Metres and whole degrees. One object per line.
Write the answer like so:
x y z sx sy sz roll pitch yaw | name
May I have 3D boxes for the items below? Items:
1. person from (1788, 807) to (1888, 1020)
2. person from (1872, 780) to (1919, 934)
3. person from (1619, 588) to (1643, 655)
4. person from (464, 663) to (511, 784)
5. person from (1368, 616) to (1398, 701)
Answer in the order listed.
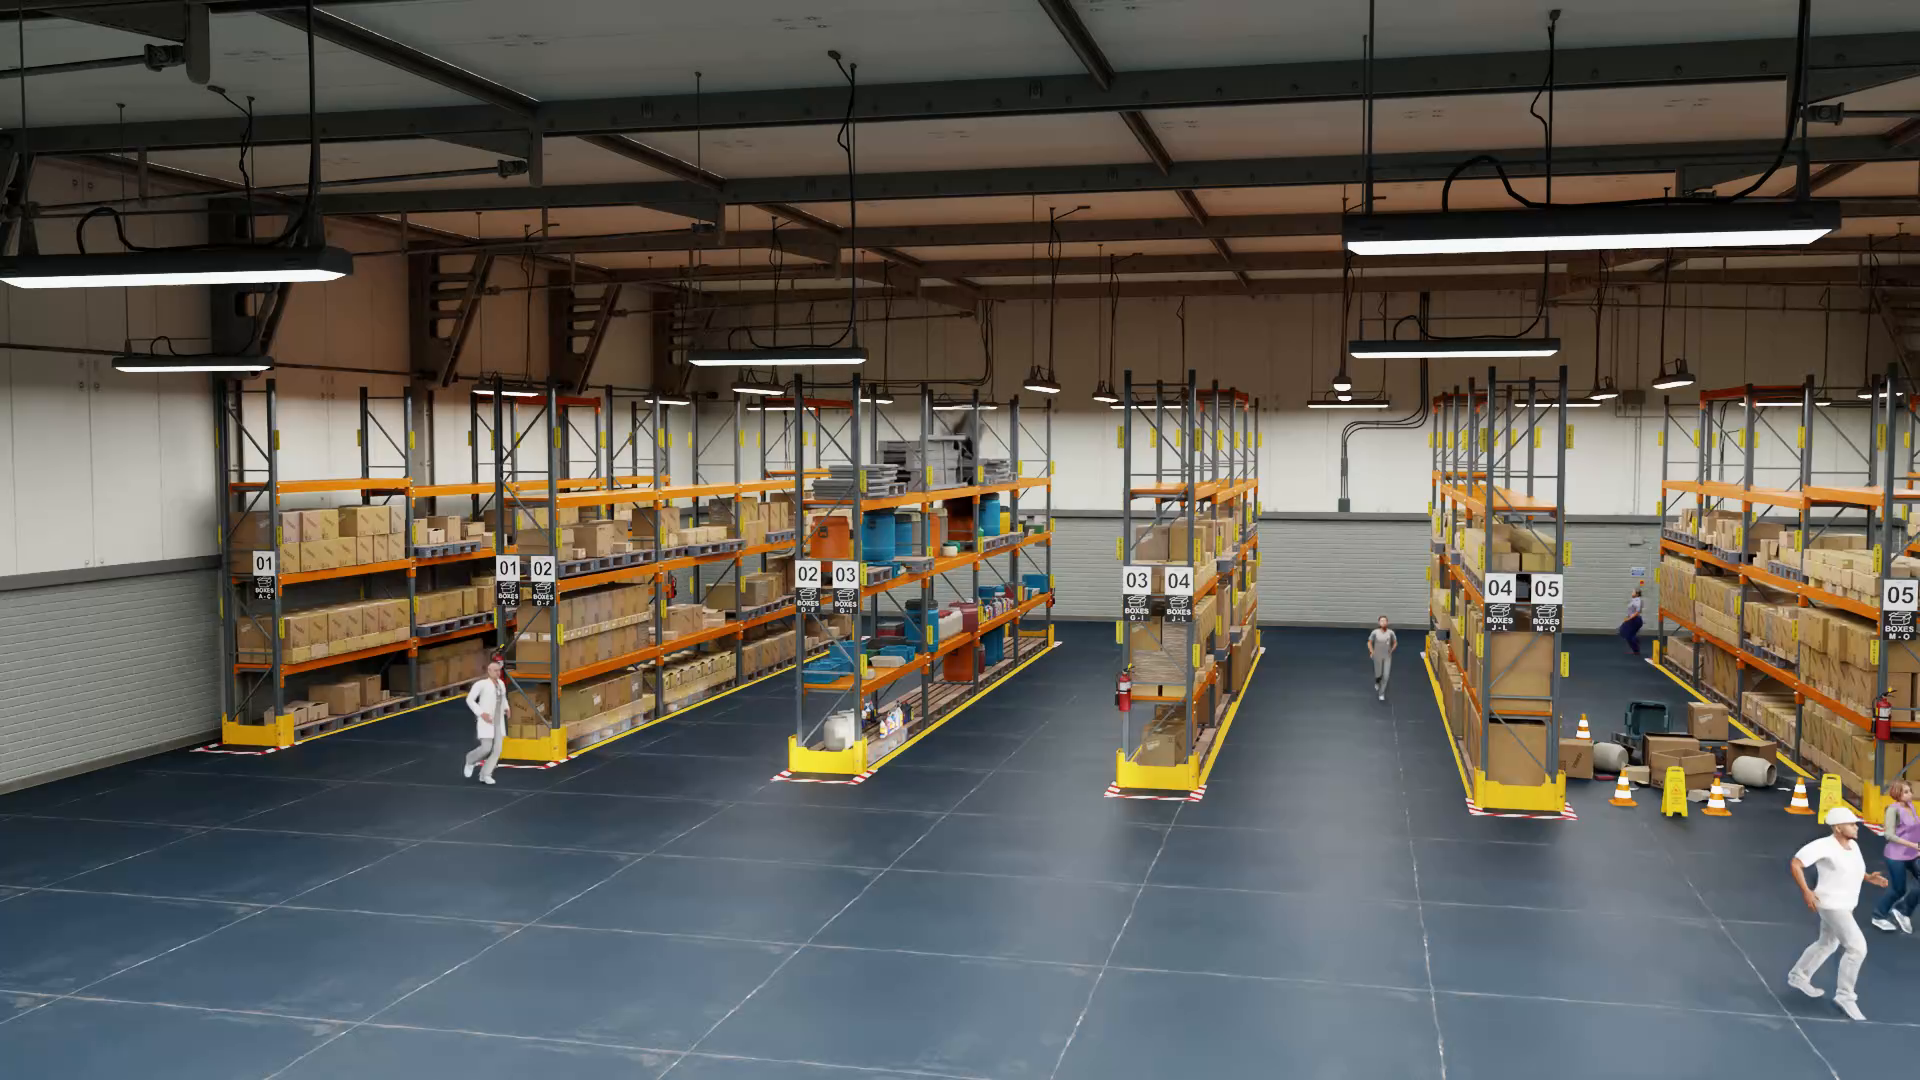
7.718 3.252 14.650 0.678 1.828 0.775 -3 5 -44 | person
9.550 3.203 16.812 0.552 1.557 0.618 -2 4 -26 | person
15.625 1.897 38.666 0.532 1.575 0.640 1 4 16 | person
-6.937 2.773 24.478 0.697 1.532 0.745 2 4 34 | person
8.164 2.275 32.121 0.565 1.613 0.561 1 3 9 | person
